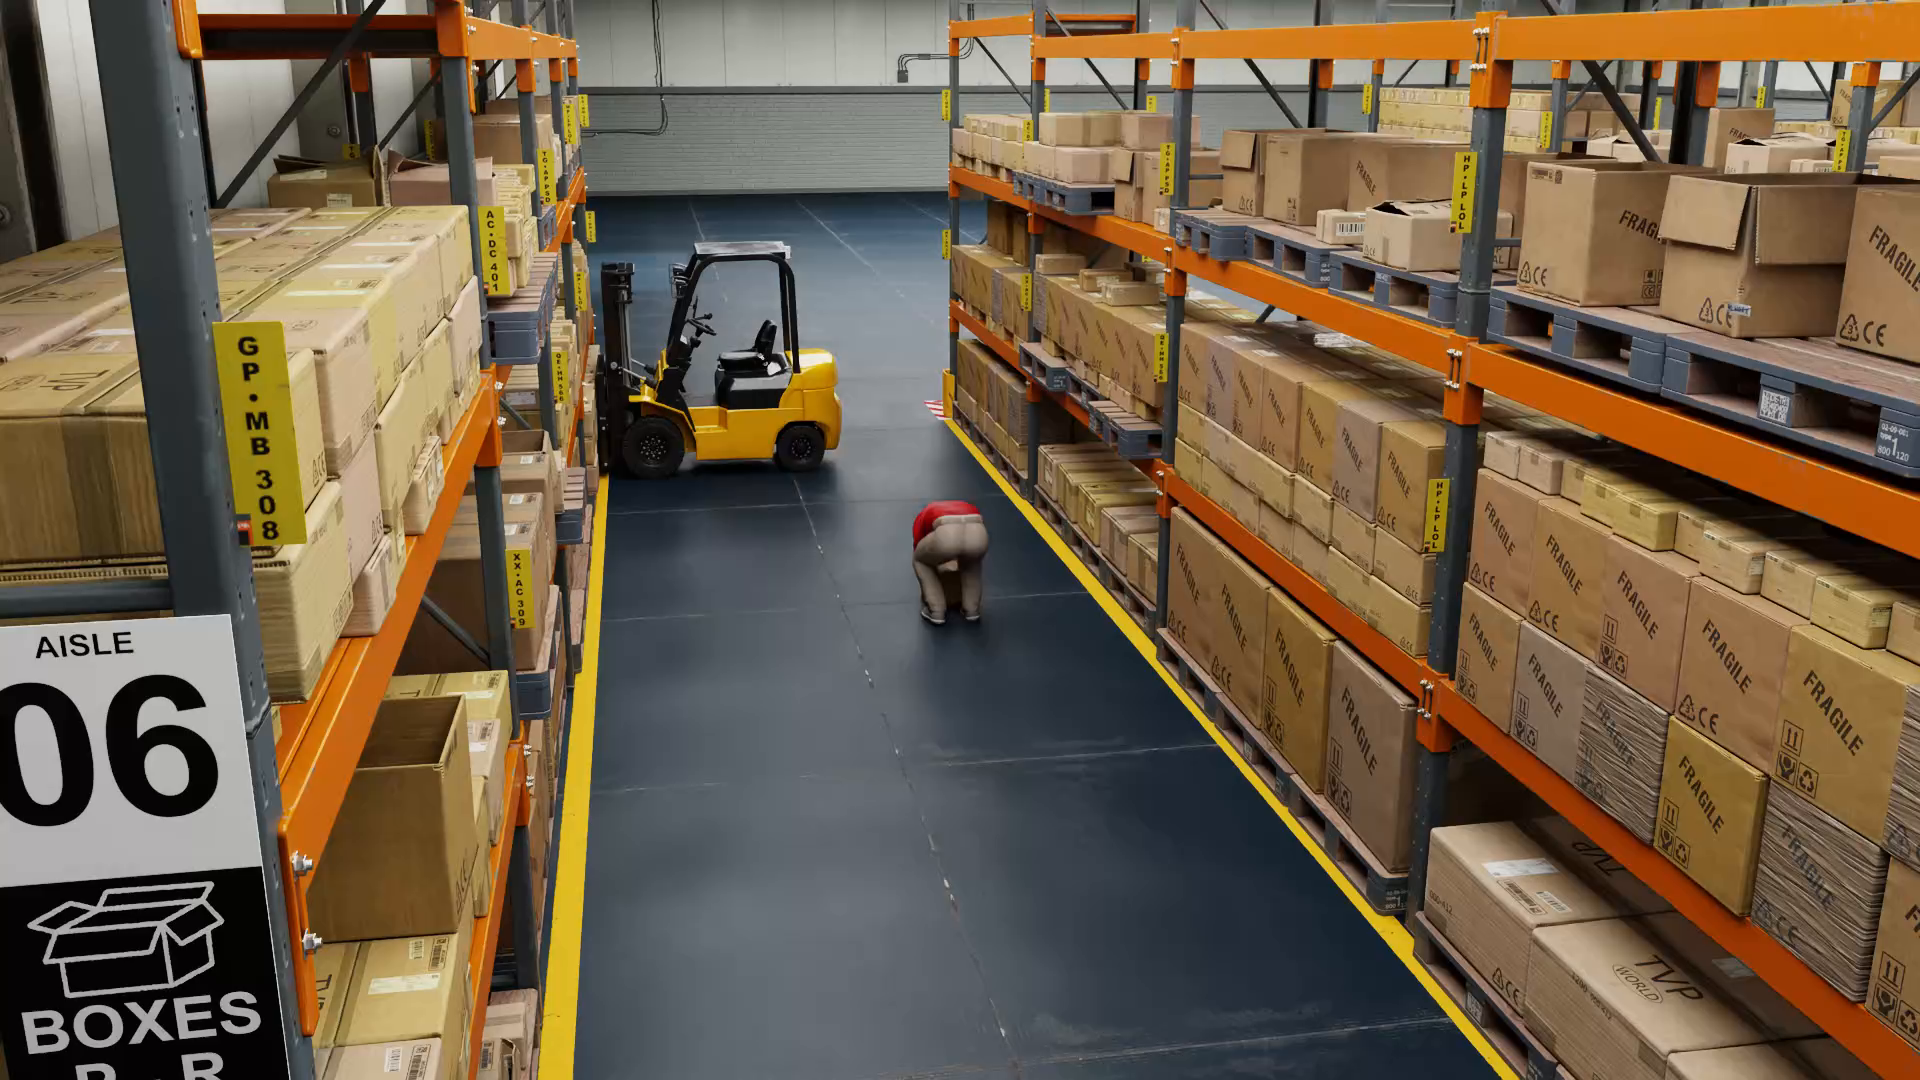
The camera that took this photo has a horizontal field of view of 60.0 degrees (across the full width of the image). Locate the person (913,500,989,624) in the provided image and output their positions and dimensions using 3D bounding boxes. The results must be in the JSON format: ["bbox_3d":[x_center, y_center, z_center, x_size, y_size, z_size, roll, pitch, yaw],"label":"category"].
[{"bbox_3d":[-0.089,0.119,12.214,0.536,0.878,0.956,-4,17,-13],"label":"person"}]
